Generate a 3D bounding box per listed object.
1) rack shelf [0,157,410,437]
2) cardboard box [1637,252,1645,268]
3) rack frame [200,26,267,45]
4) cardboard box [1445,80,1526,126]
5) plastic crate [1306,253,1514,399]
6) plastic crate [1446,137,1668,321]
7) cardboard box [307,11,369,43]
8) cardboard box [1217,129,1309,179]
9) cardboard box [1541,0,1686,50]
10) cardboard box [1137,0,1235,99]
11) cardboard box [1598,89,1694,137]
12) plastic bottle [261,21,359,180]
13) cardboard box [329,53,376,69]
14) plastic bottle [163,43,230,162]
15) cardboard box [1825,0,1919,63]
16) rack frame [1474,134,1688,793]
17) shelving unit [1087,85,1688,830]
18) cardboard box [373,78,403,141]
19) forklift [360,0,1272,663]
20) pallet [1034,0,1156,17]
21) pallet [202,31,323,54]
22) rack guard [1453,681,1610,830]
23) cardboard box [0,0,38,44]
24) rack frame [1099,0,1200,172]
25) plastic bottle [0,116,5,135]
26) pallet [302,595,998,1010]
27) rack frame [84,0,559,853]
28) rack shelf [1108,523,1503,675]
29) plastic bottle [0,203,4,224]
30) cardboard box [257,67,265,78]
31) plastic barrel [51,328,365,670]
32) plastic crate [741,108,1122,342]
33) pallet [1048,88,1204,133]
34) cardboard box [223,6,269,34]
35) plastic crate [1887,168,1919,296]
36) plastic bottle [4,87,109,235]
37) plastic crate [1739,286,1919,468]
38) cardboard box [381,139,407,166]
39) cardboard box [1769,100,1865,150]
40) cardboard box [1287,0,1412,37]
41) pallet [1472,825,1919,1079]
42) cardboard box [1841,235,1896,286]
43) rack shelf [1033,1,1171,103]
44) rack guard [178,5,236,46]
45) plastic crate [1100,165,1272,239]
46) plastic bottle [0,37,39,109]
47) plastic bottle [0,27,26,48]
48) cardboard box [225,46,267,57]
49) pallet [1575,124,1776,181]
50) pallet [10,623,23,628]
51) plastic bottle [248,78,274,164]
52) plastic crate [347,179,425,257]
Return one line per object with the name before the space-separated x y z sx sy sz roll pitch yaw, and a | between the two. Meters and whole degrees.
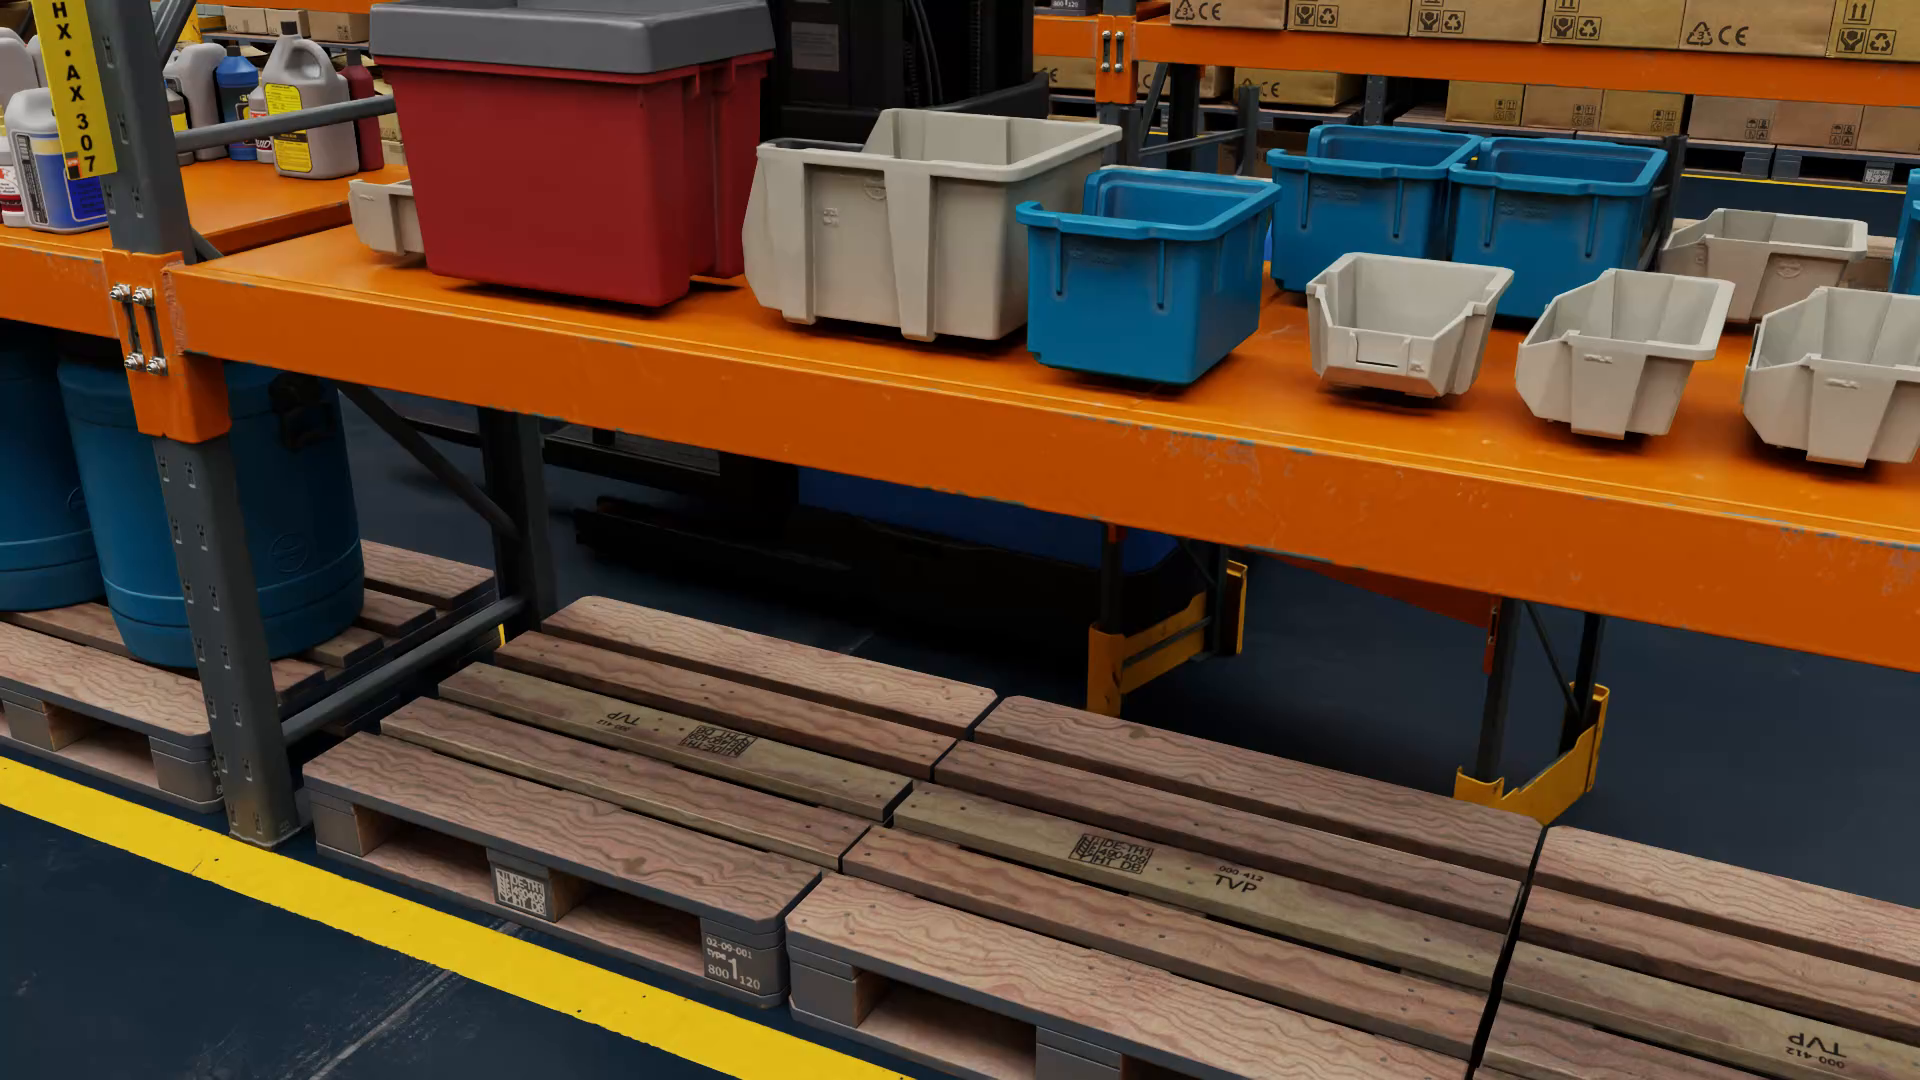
rack shelf | -3.123 -0.903 4.461 4.000 0.370 1.077 11 25 25
cardboard box | 3.039 -1.030 6.790 0.500 0.250 0.500 11 25 25
rack frame | -7.577 -6.460 16.608 0.127 3.000 1.000 11 25 25
cardboard box | 3.753 -3.216 11.638 0.500 0.500 0.700 12 26 25
plastic crate | 0.638 -0.305 2.394 0.250 0.136 0.298 11 25 25
plastic crate | 0.984 -0.517 2.769 0.300 0.233 0.416 11 25 25
cardboard box | -5.860 -5.111 16.068 0.500 0.500 0.700 10 25 21
cardboard box | 1.536 -1.661 7.955 0.500 0.500 0.500 11 25 25
cardboard box | 2.590 -2.204 6.471 0.500 0.500 0.500 11 25 24
cardboard box | 1.698 -3.771 12.494 0.750 0.750 0.750 12 26 26
cardboard box | 4.657 -3.035 11.212 0.500 0.500 0.700 12 26 26
plastic bottle | -1.542 -1.041 3.928 0.185 0.351 0.144 11 25 25
cardboard box | -3.931 -2.879 10.446 0.500 0.311 0.500 10 25 23
plastic bottle | -1.906 -1.104 4.171 0.135 0.276 0.152 11 25 25
cardboard box | 3.482 -2.025 6.050 0.500 0.500 0.500 11 26 25
rack frame | 1.263 -0.046 3.441 0.032 1.500 0.500 21 31 40
shelving unit | 0.903 -0.181 3.760 1.083 1.500 0.587 21 31 40
cardboard box | -3.248 -2.509 9.578 0.500 0.311 0.500 12 26 26
forklift | -0.599 -1.426 4.858 3.031 2.935 1.130 12 26 27
pallet | 0.236 -2.701 8.015 1.213 0.211 1.003 11 25 25
pallet | -6.801 -5.008 16.756 1.213 0.211 1.003 11 25 25
rack guard | 1.262 0.529 3.686 0.087 0.250 0.587 21 31 40
cardboard box | -6.512 -3.487 11.636 0.500 0.500 0.500 11 25 25
rack frame | 0.900 -2.611 7.556 0.127 3.000 1.000 11 25 25
plastic bottle | -2.043 -0.802 3.558 0.097 0.201 0.097 0 23 0
pallet | -0.665 0.518 3.762 1.213 0.211 1.003 11 25 25
rack frame | -1.338 -0.881 3.489 0.127 3.000 1.000 11 25 25
rack shelf | 0.896 -0.018 3.836 1.000 0.185 0.538 21 31 40
plastic bottle | -2.063 -0.809 3.469 0.133 0.283 0.061 11 25 25
cardboard box | -4.164 -2.689 10.000 0.500 0.311 0.500 11 25 24
plastic barrel | -1.816 -0.211 4.058 0.708 0.901 0.600 11 25 25
plastic crate | -0.059 -0.520 2.716 0.530 0.282 0.437 11 25 25
pallet | 1.316 -3.383 12.935 1.213 0.211 1.003 11 25 25
cardboard box | -7.001 -5.272 16.687 0.500 0.311 0.500 8 24 19
plastic crate | 1.572 -0.400 2.496 0.300 0.233 0.416 11 25 25
plastic bottle | -1.836 -0.781 3.412 0.135 0.276 0.152 11 25 25
plastic crate | 1.170 -0.218 2.191 0.243 0.136 0.396 11 25 25
cardboard box | -3.249 -2.253 9.691 0.500 0.250 0.500 12 26 26
cardboard box | 5.585 -2.855 10.788 0.500 0.500 0.700 11 25 24
cardboard box | 1.690 -2.382 6.891 0.500 0.500 0.500 12 26 25
pallet | 1.513 0.949 2.749 1.213 0.211 1.003 11 25 25
cardboard box | 3.666 -1.125 7.013 0.500 0.250 0.500 11 25 25
rack shelf | -0.885 -2.633 8.527 4.000 0.370 1.077 11 25 25
rack guard | -7.510 -5.297 17.066 0.348 0.500 1.175 11 25 25
plastic crate | 0.351 -0.585 3.053 0.466 0.136 0.293 11 25 25
plastic bottle | -2.475 -1.149 4.278 0.135 0.276 0.152 11 25 25
plastic bottle | -2.613 -1.243 4.500 0.135 0.276 0.152 11 25 25
cardboard box | -4.837 -3.059 10.871 0.500 0.311 0.500 11 25 24
pallet | 4.868 -2.682 11.286 1.213 0.211 1.003 11 25 25
pallet | -3.101 0.036 4.895 1.213 0.211 1.003 11 25 25
plastic bottle | -1.703 -1.041 4.119 0.097 0.201 0.097 0 23 0
plastic crate | -0.988 -0.655 3.219 0.243 0.136 0.396 11 25 25
